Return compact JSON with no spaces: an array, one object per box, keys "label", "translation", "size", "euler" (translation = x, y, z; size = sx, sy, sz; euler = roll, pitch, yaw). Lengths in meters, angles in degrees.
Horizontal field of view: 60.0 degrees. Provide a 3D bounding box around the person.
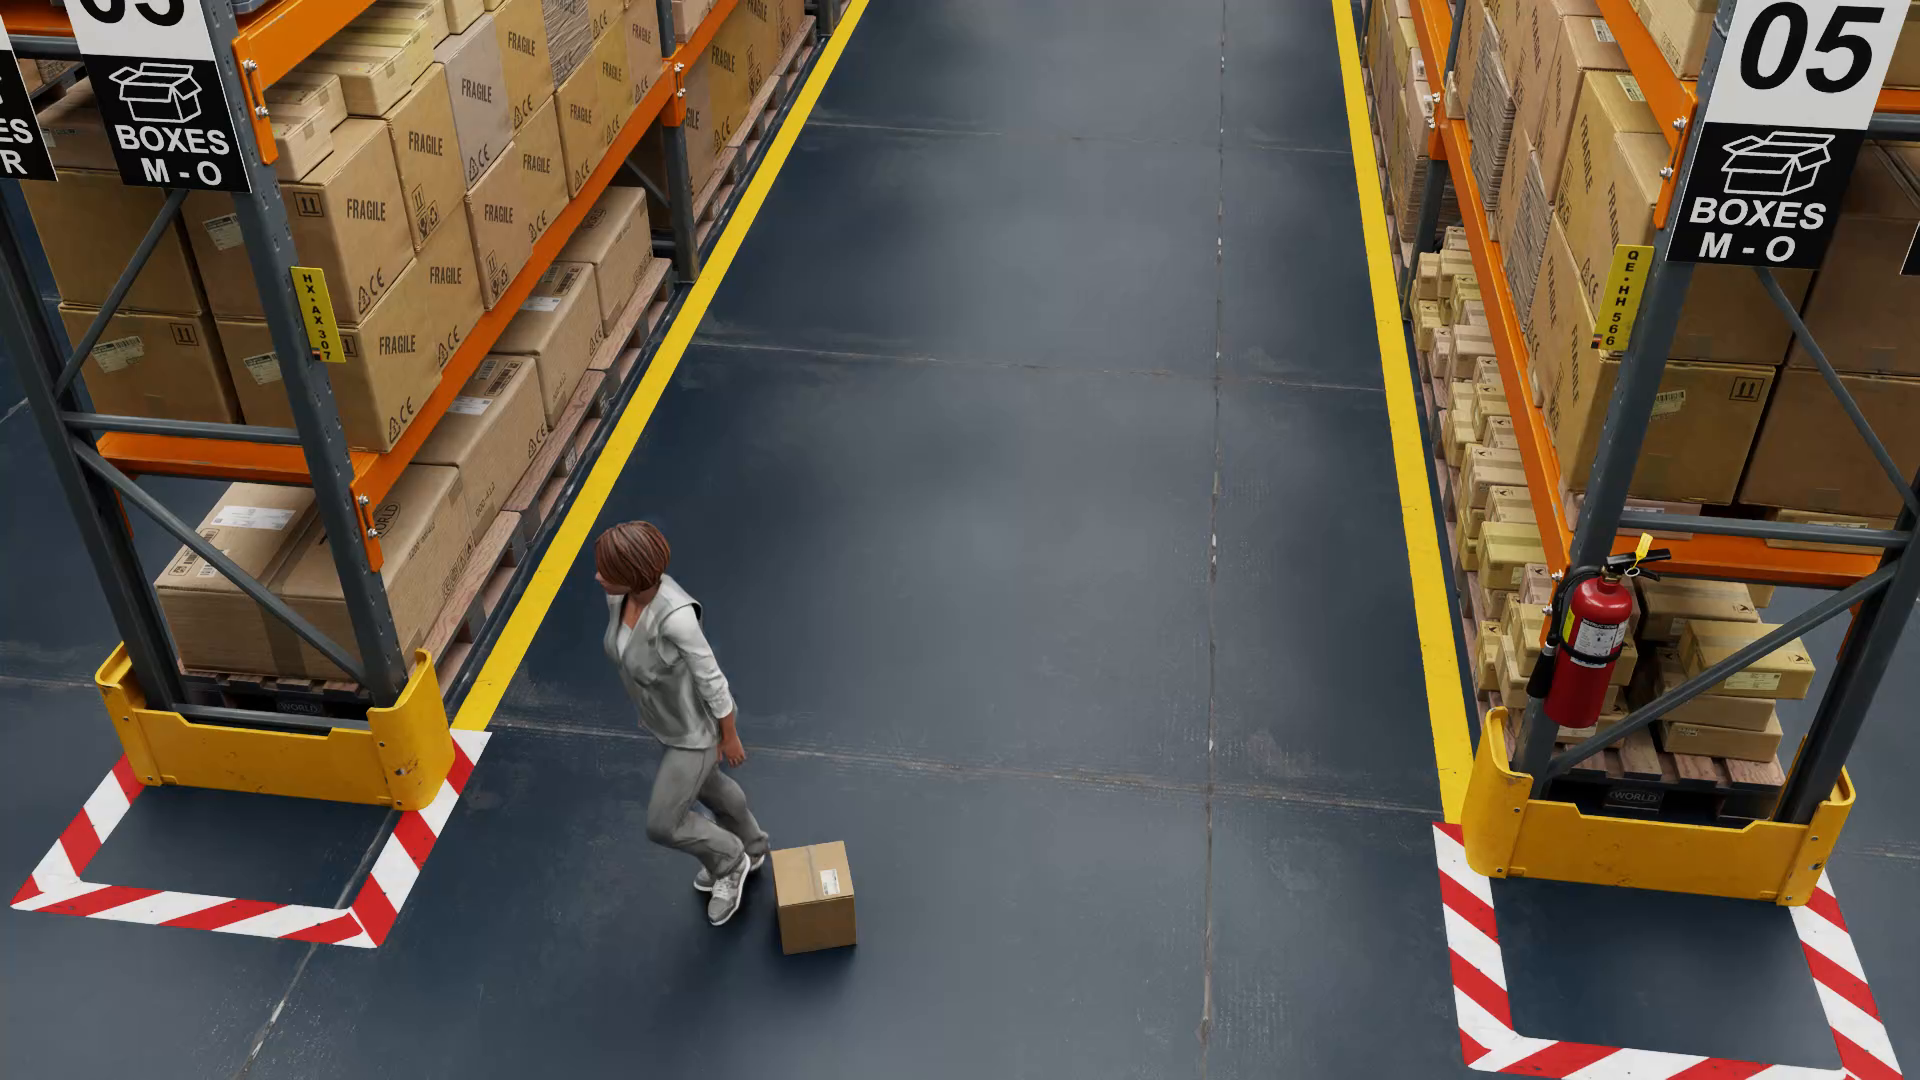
[{"label":"person","translation":[-0.884,0.585,5.374],"size":[0.475,1.543,0.442],"euler":[-22,42,-27]}]
